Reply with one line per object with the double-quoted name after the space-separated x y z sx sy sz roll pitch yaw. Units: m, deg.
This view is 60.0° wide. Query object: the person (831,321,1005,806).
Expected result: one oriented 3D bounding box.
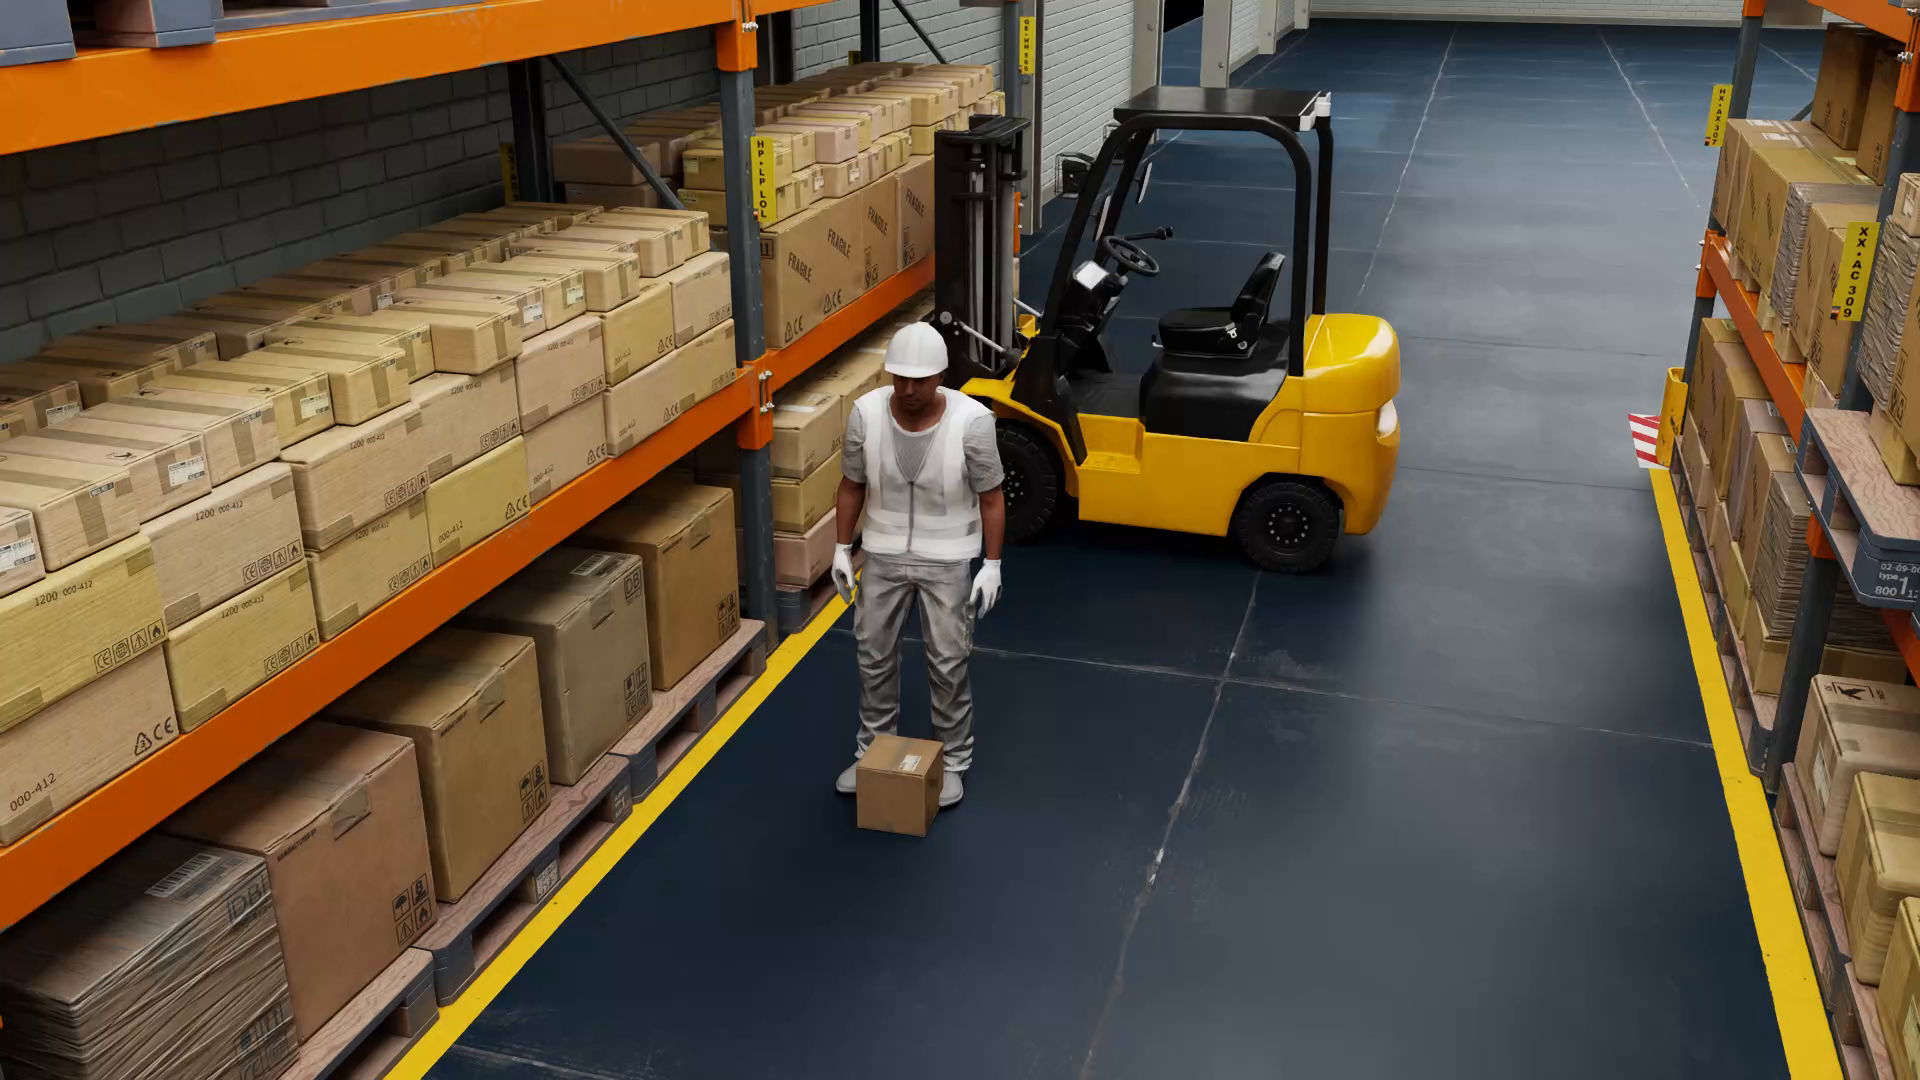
-0.154 0.085 5.862 0.617 1.772 0.452 5 22 13 "person"
